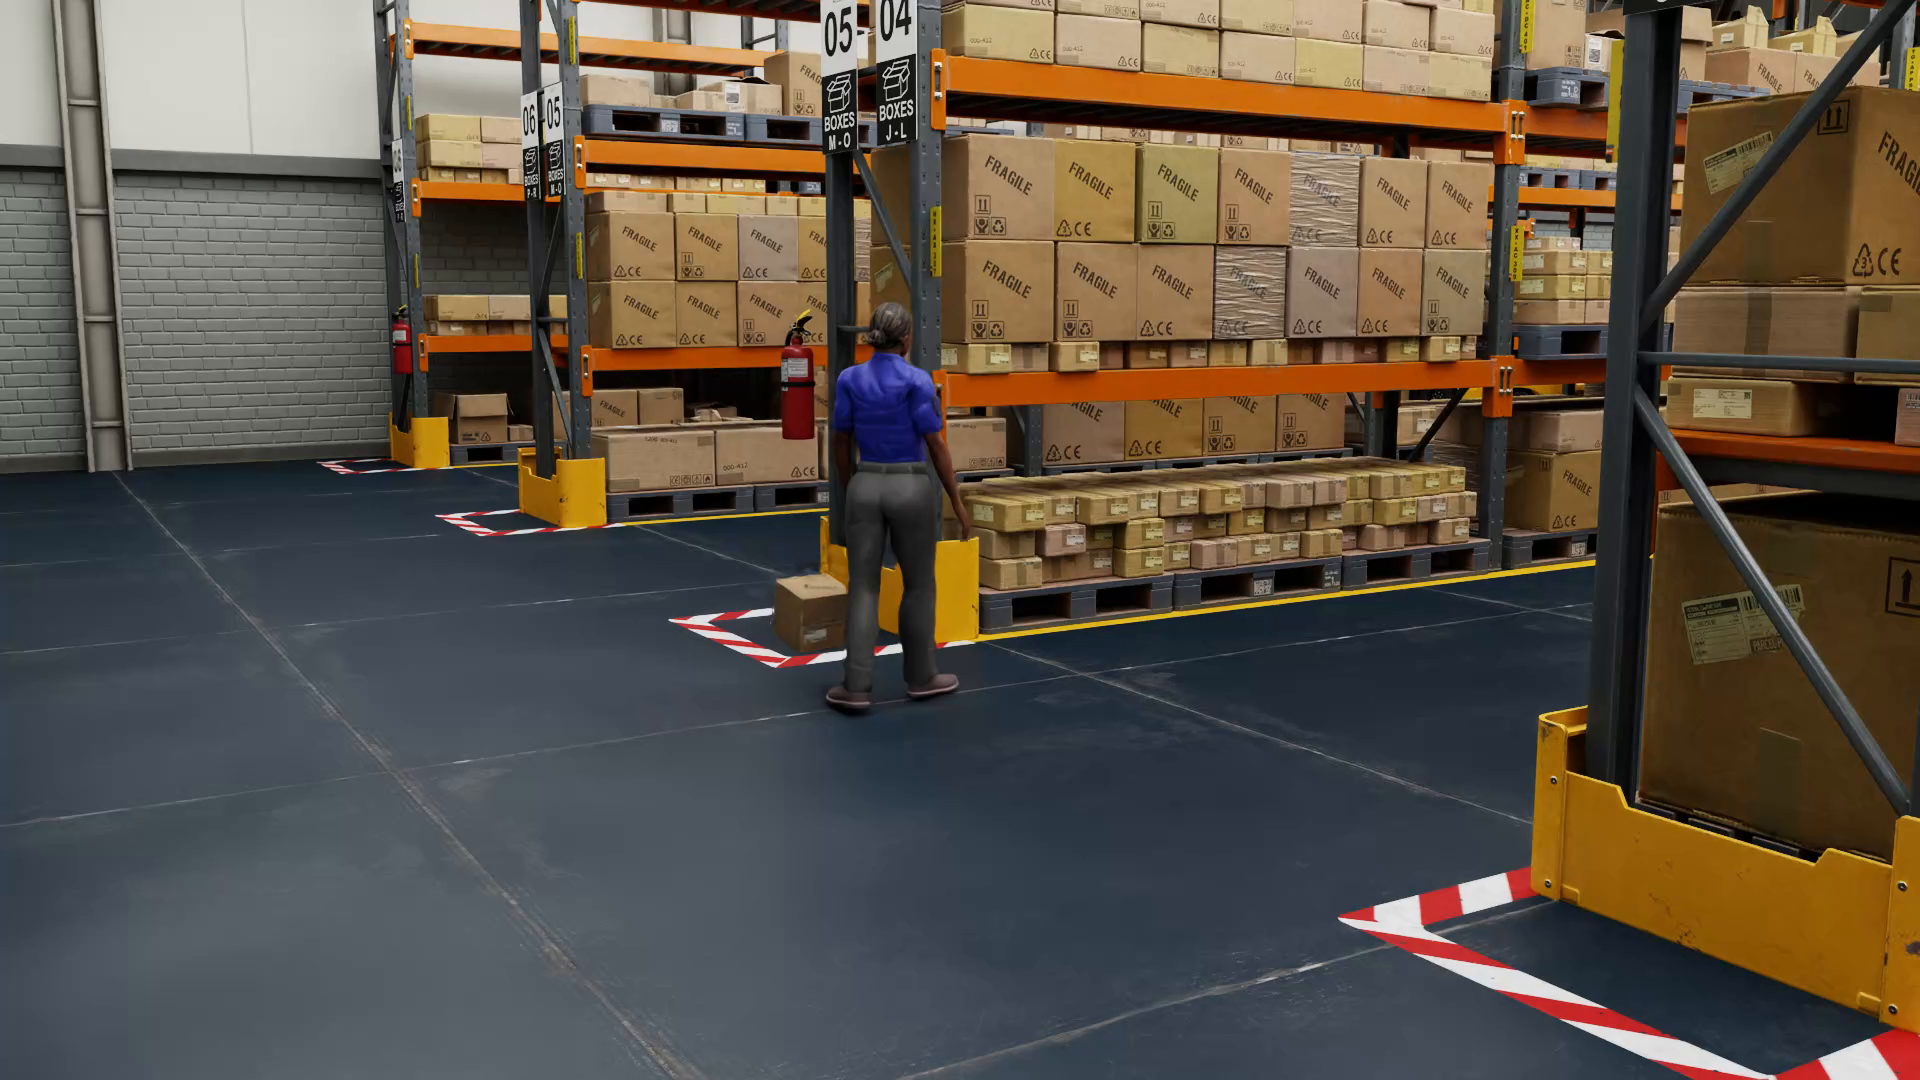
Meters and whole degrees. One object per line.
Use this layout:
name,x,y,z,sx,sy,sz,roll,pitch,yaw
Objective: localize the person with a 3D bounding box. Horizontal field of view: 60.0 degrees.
person,-0.244,-0.146,6.826,0.584,1.649,0.622,2,9,15
